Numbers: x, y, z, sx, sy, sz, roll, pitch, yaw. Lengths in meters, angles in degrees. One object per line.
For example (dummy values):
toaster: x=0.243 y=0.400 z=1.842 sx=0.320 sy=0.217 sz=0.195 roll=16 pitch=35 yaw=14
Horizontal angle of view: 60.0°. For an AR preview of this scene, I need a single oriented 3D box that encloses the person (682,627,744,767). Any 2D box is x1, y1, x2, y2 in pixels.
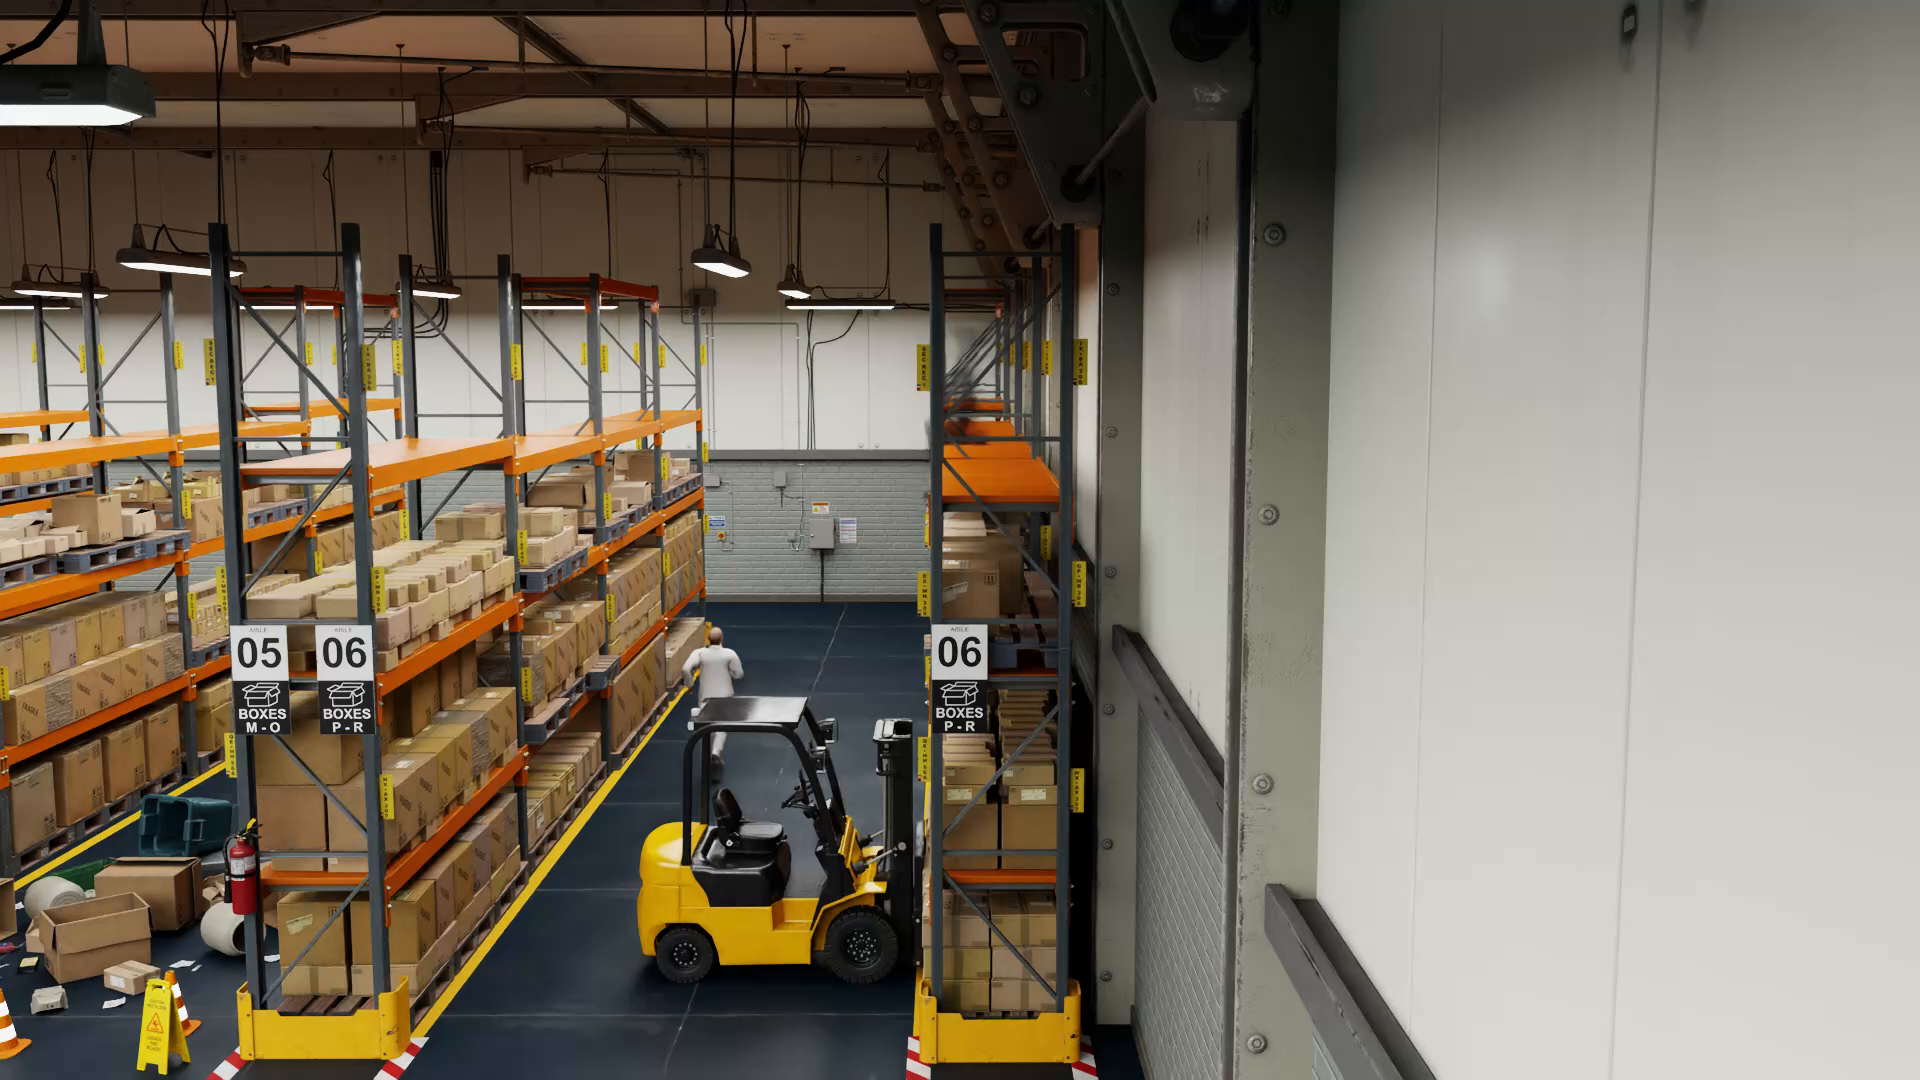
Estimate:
person: x=-2.977 y=1.925 z=20.246 sx=0.723 sy=1.759 sz=1.096 roll=0 pitch=7 yaw=1
